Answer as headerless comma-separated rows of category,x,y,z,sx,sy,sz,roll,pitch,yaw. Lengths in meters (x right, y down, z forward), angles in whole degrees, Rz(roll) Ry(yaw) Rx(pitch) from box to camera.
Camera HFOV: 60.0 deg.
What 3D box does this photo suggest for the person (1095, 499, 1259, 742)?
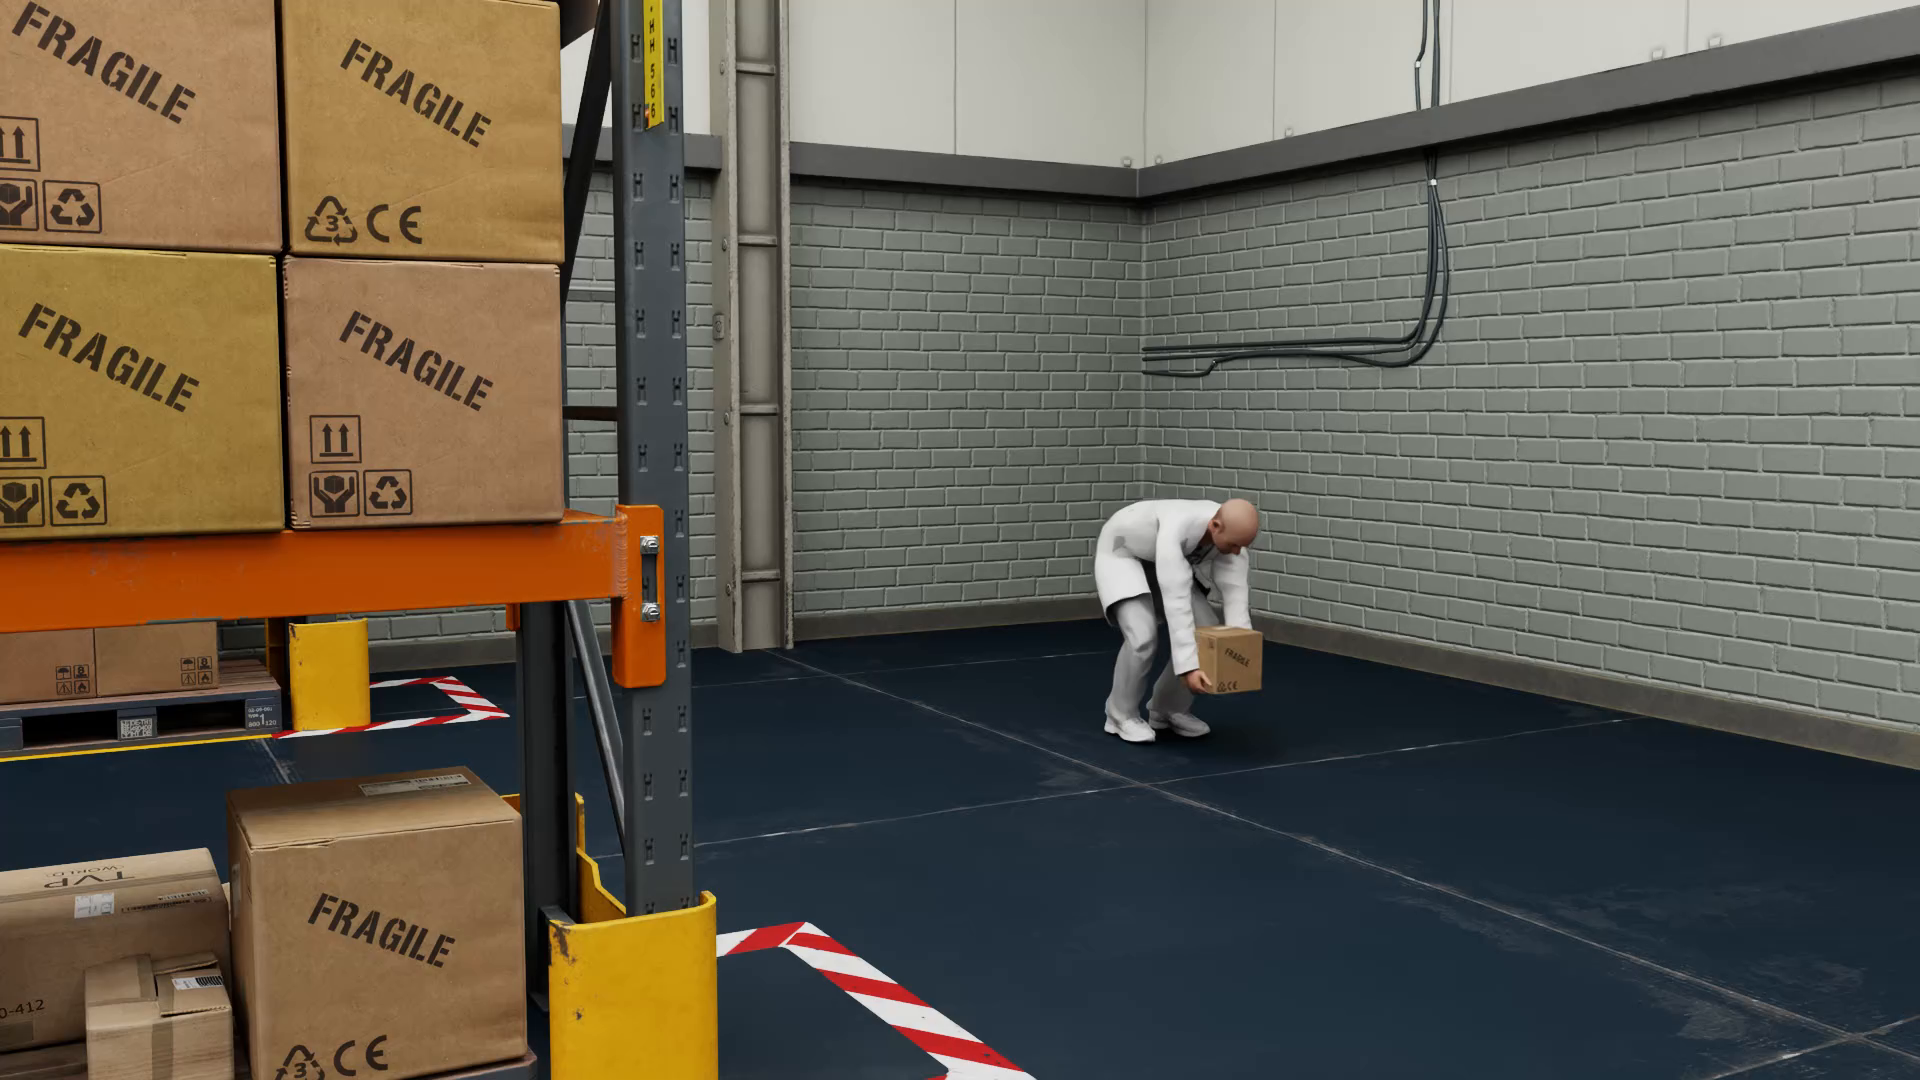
person,0.978,0.354,7.423,0.587,1.117,0.940,-3,6,-32
